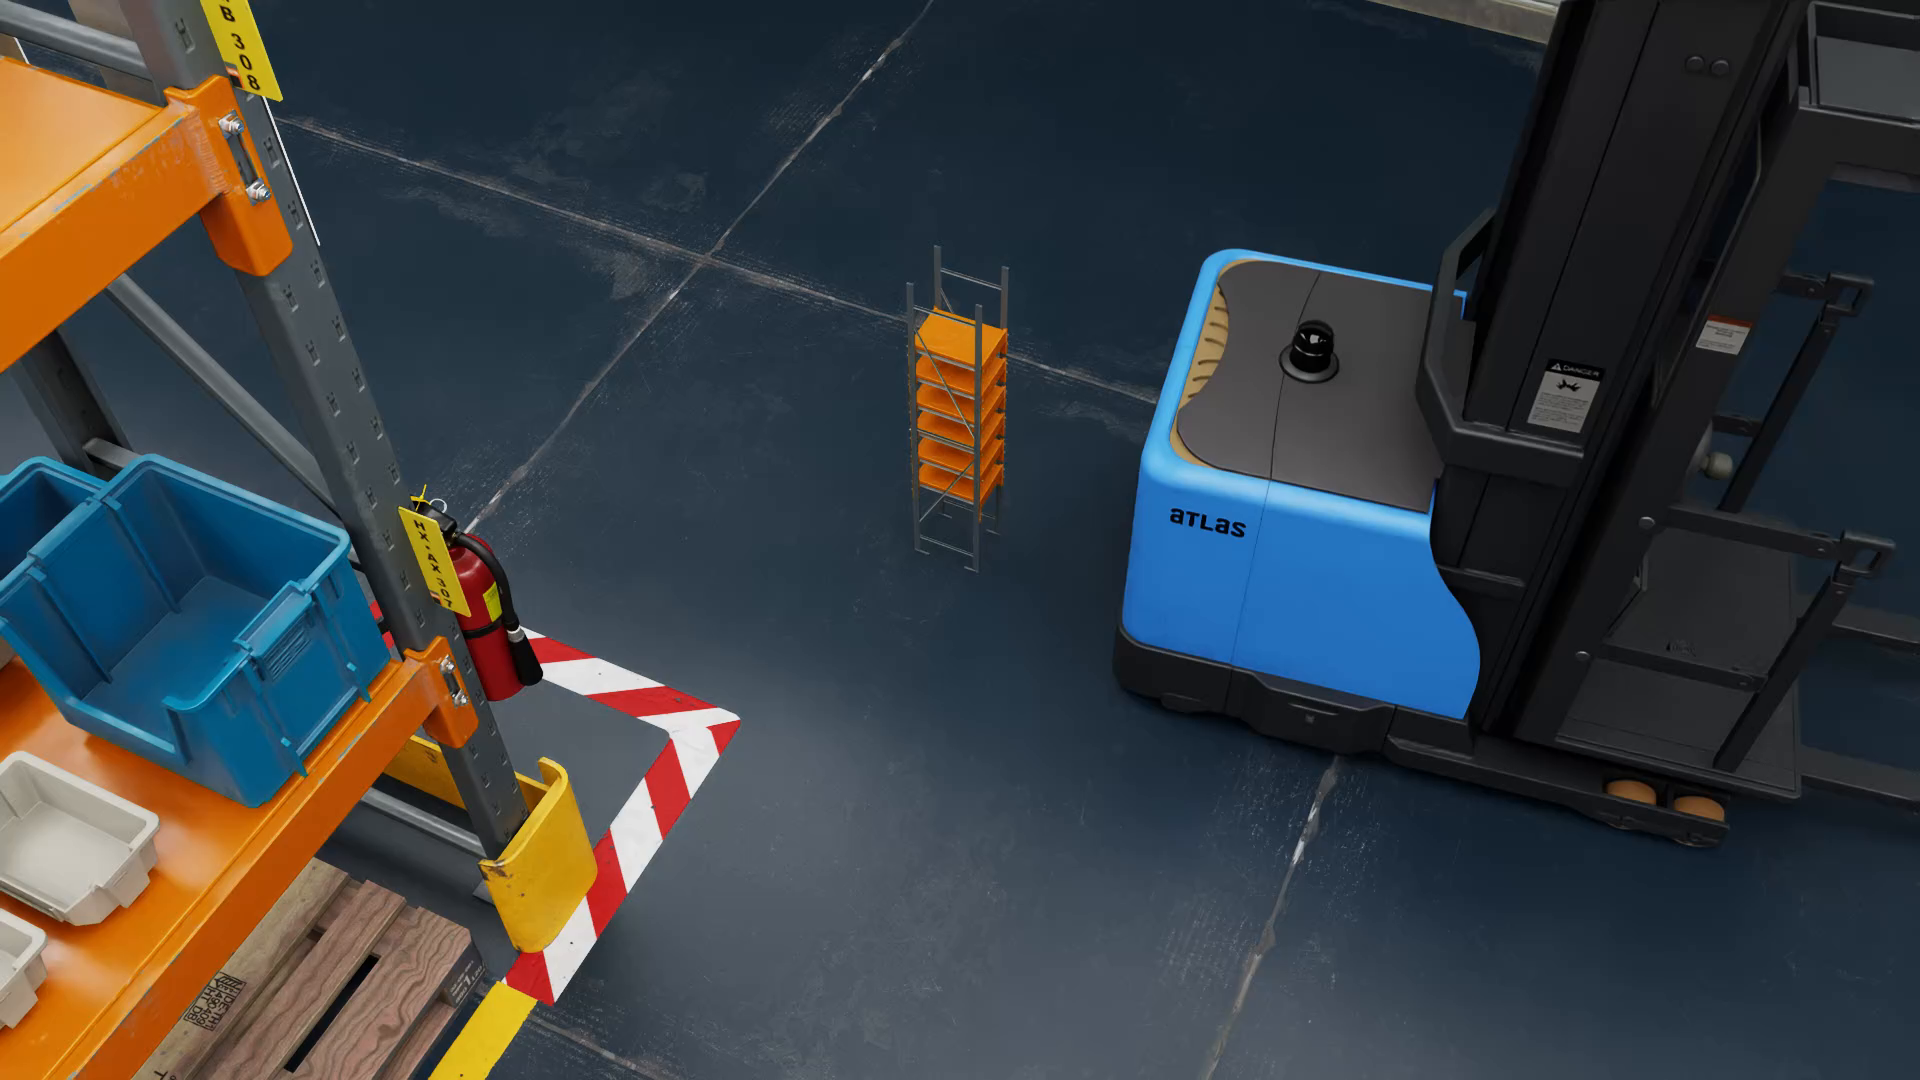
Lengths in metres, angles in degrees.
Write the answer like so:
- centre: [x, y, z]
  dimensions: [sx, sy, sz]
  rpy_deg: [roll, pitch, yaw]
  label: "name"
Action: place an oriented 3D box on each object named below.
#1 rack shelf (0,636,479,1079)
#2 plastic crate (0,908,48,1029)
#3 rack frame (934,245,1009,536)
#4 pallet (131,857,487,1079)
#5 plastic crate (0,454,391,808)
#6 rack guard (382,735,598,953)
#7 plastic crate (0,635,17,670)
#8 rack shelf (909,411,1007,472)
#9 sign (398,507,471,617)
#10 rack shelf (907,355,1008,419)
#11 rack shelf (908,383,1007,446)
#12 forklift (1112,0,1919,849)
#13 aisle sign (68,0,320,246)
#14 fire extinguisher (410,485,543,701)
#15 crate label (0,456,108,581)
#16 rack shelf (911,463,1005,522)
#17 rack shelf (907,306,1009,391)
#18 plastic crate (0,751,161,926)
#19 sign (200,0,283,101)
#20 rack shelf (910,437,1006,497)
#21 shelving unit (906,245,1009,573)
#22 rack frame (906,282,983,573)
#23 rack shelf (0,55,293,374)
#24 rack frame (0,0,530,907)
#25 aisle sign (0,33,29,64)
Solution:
- centre: [-2.503, 1.547, 2.937]
  dimensions: [1.077, 0.370, 4.000]
  rpy_deg: [20, 52, 16]
  label: "rack shelf"
- centre: [-1.971, 0.818, 3.218]
  dimensions: [0.396, 0.136, 0.243]
  rpy_deg: [20, 52, 16]
  label: "plastic crate"
- centre: [0.033, -0.442, 5.338]
  dimensions: [0.240, 1.200, 0.006]
  rpy_deg: [20, 52, 16]
  label: "rack frame"
- centre: [-2.036, 1.395, 4.424]
  dimensions: [1.003, 0.211, 1.213]
  rpy_deg: [20, 52, 16]
  label: "pallet"
- centre: [-1.623, 0.197, 3.550]
  dimensions: [0.616, 0.435, 0.499]
  rpy_deg: [20, 52, 16]
  label: "plastic crate"
- centre: [-1.650, 0.726, 4.804]
  dimensions: [1.175, 0.500, 0.348]
  rpy_deg: [20, 52, 16]
  label: "rack guard"
- centre: [-2.264, 0.259, 3.694]
  dimensions: [0.250, 0.136, 0.298]
  rpy_deg: [20, 52, 16]
  label: "plastic crate"
- centre: [-0.006, -0.350, 5.318]
  dimensions: [0.258, 0.103, 0.180]
  rpy_deg: [20, 52, 16]
  label: "rack shelf"
- centre: [-1.145, 0.051, 3.630]
  dimensions: [0.100, 0.325, 0.005]
  rpy_deg: [20, 52, 16]
  label: "sign"
- centre: [-0.006, -0.506, 5.136]
  dimensions: [0.258, 0.103, 0.180]
  rpy_deg: [20, 52, 16]
  label: "rack shelf"
- centre: [-0.006, -0.428, 5.227]
  dimensions: [0.258, 0.103, 0.180]
  rpy_deg: [20, 52, 16]
  label: "rack shelf"
- centre: [2.061, -0.491, 4.243]
  dimensions: [3.031, 2.935, 1.130]
  rpy_deg: [13, 51, 11]
  label: "forklift"
- centre: [-1.353, -0.860, 2.805]
  dimensions: [0.394, 0.787, 0.004]
  rpy_deg: [20, 52, 16]
  label: "aisle sign"
- centre: [-1.174, 0.126, 3.969]
  dimensions: [0.296, 0.674, 0.183]
  rpy_deg: [20, 52, 16]
  label: "fire extinguisher"
- centre: [-2.052, 0.034, 3.822]
  dimensions: [0.416, 0.233, 0.303]
  rpy_deg: [20, 52, 16]
  label: "crate label"
- centre: [-0.006, -0.195, 5.501]
  dimensions: [0.258, 0.103, 0.180]
  rpy_deg: [20, 52, 16]
  label: "rack shelf"
- centre: [-0.006, -0.583, 5.044]
  dimensions: [0.258, 0.103, 0.180]
  rpy_deg: [20, 52, 16]
  label: "rack shelf"
- centre: [-1.834, 0.623, 3.384]
  dimensions: [0.396, 0.136, 0.243]
  rpy_deg: [20, 52, 16]
  label: "plastic crate"
- centre: [-1.145, -0.834, 2.589]
  dimensions: [0.100, 0.325, 0.005]
  rpy_deg: [20, 52, 16]
  label: "sign"
- centre: [-0.006, -0.272, 5.410]
  dimensions: [0.258, 0.103, 0.180]
  rpy_deg: [20, 52, 16]
  label: "rack shelf"
- centre: [-0.006, -0.379, 5.285]
  dimensions: [0.258, 1.200, 0.189]
  rpy_deg: [20, 52, 16]
  label: "shelving unit"
- centre: [-0.045, -0.316, 5.231]
  dimensions: [0.240, 1.200, 0.006]
  rpy_deg: [20, 52, 16]
  label: "rack frame"
- centre: [-2.503, 0.575, 1.794]
  dimensions: [1.077, 0.370, 4.000]
  rpy_deg: [20, 52, 16]
  label: "rack shelf"
- centre: [-1.649, -0.063, 3.834]
  dimensions: [1.000, 3.000, 0.127]
  rpy_deg: [20, 52, 16]
  label: "rack frame"
- centre: [-1.887, -1.052, 2.969]
  dimensions: [0.394, 0.787, 0.004]
  rpy_deg: [20, 52, 16]
  label: "aisle sign"
